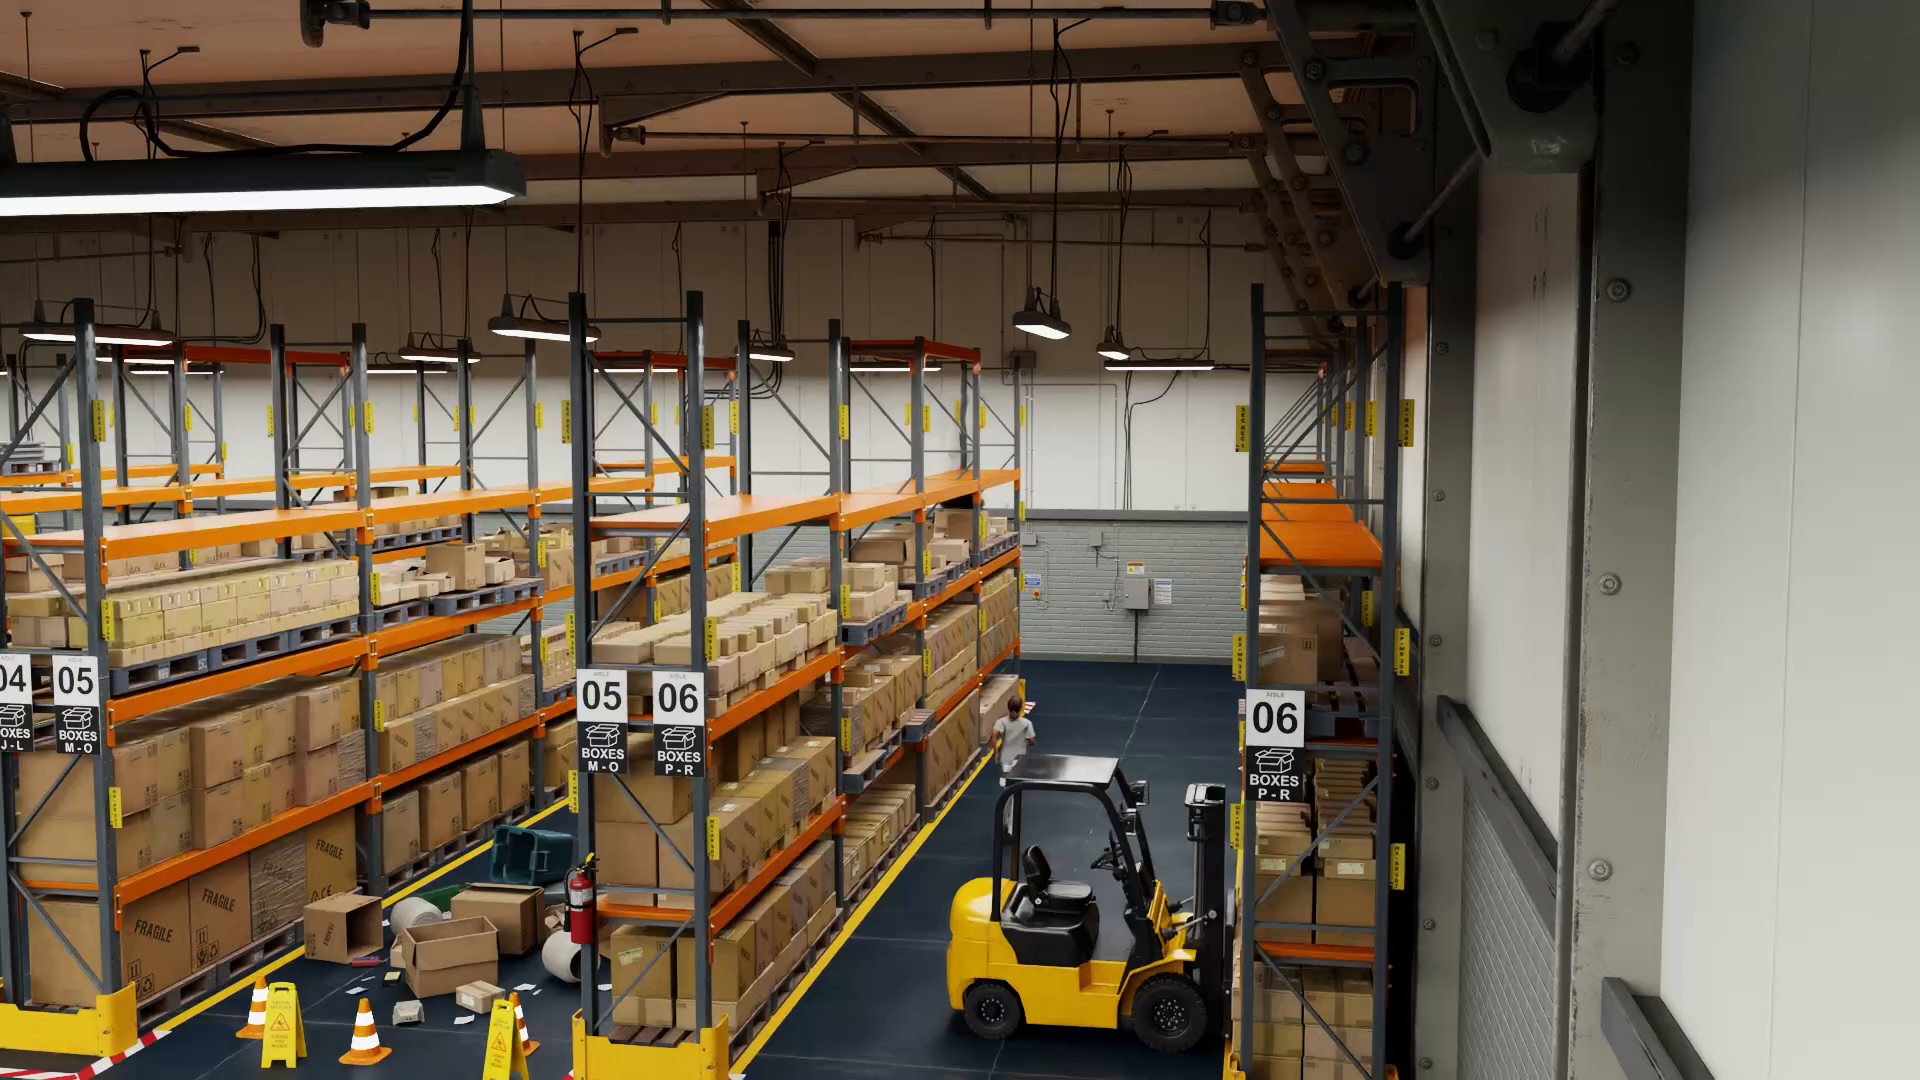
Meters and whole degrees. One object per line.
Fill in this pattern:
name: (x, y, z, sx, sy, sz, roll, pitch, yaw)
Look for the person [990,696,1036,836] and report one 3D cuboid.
person: (0.645, 2.730, 19.965, 0.509, 1.709, 0.810, 1, 5, 14)
